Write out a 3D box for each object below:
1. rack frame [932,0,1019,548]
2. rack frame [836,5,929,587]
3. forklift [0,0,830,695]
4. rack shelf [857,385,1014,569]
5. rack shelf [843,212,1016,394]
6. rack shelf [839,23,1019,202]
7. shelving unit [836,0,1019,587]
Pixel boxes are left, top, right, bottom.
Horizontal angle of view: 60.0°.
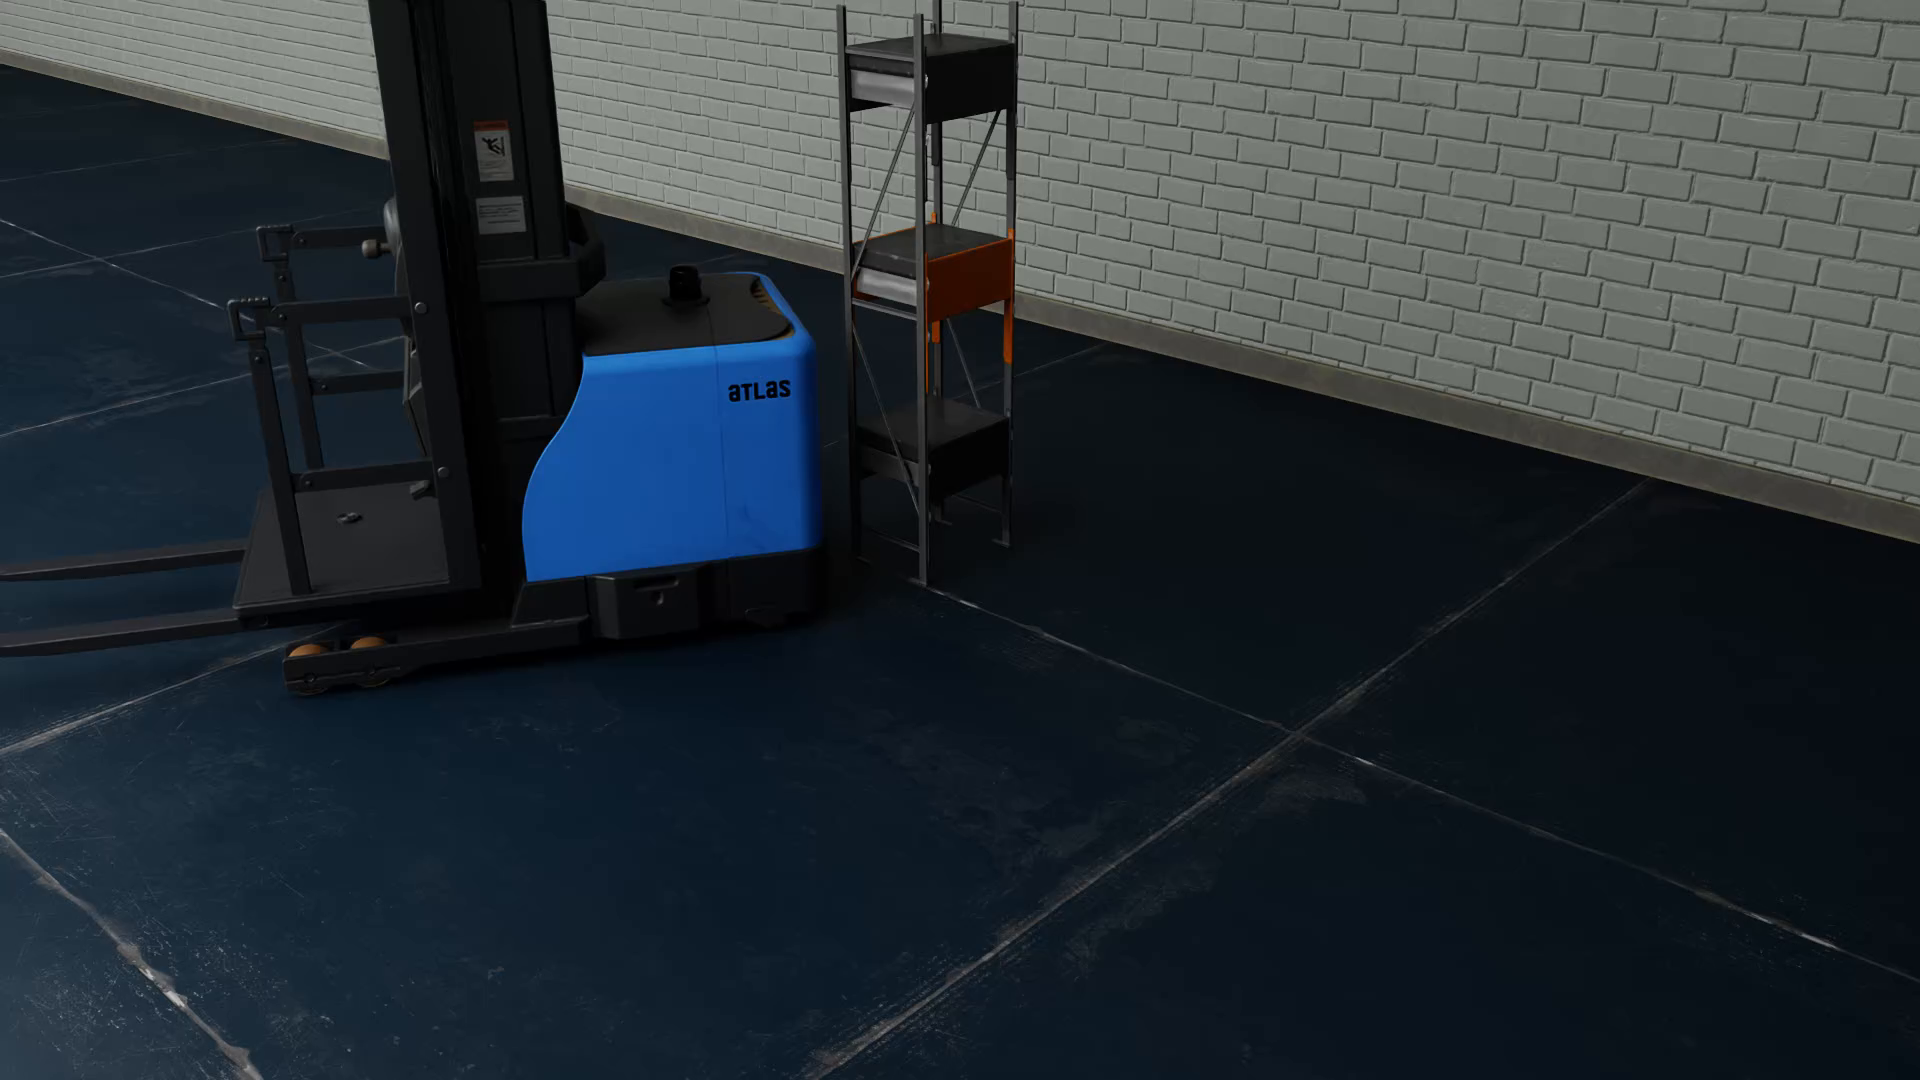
[{"bbox_3d":[0.052,-0.982,6.374,0.400,2.100,0.015,20,31,38],"label":"rack frame"},{"bbox_3d":[-0.273,-0.833,6.042,0.400,2.100,0.015,20,31,38],"label":"rack frame"},{"bbox_3d":[-2.053,-1.057,5.525,3.031,2.935,1.130,-7,25,-15],"label":"forklift"},{"bbox_3d":[-0.110,-0.256,6.500,0.431,0.518,0.480,20,31,38],"label":"rack shelf"},{"bbox_3d":[-0.110,-0.895,6.214,0.431,0.518,0.480,20,31,38],"label":"rack shelf"},{"bbox_3d":[-0.110,-1.534,5.927,0.431,0.518,0.480,20,31,38],"label":"rack shelf"},{"bbox_3d":[-0.110,-0.908,6.208,0.431,2.100,0.503,20,31,38],"label":"shelving unit"}]
